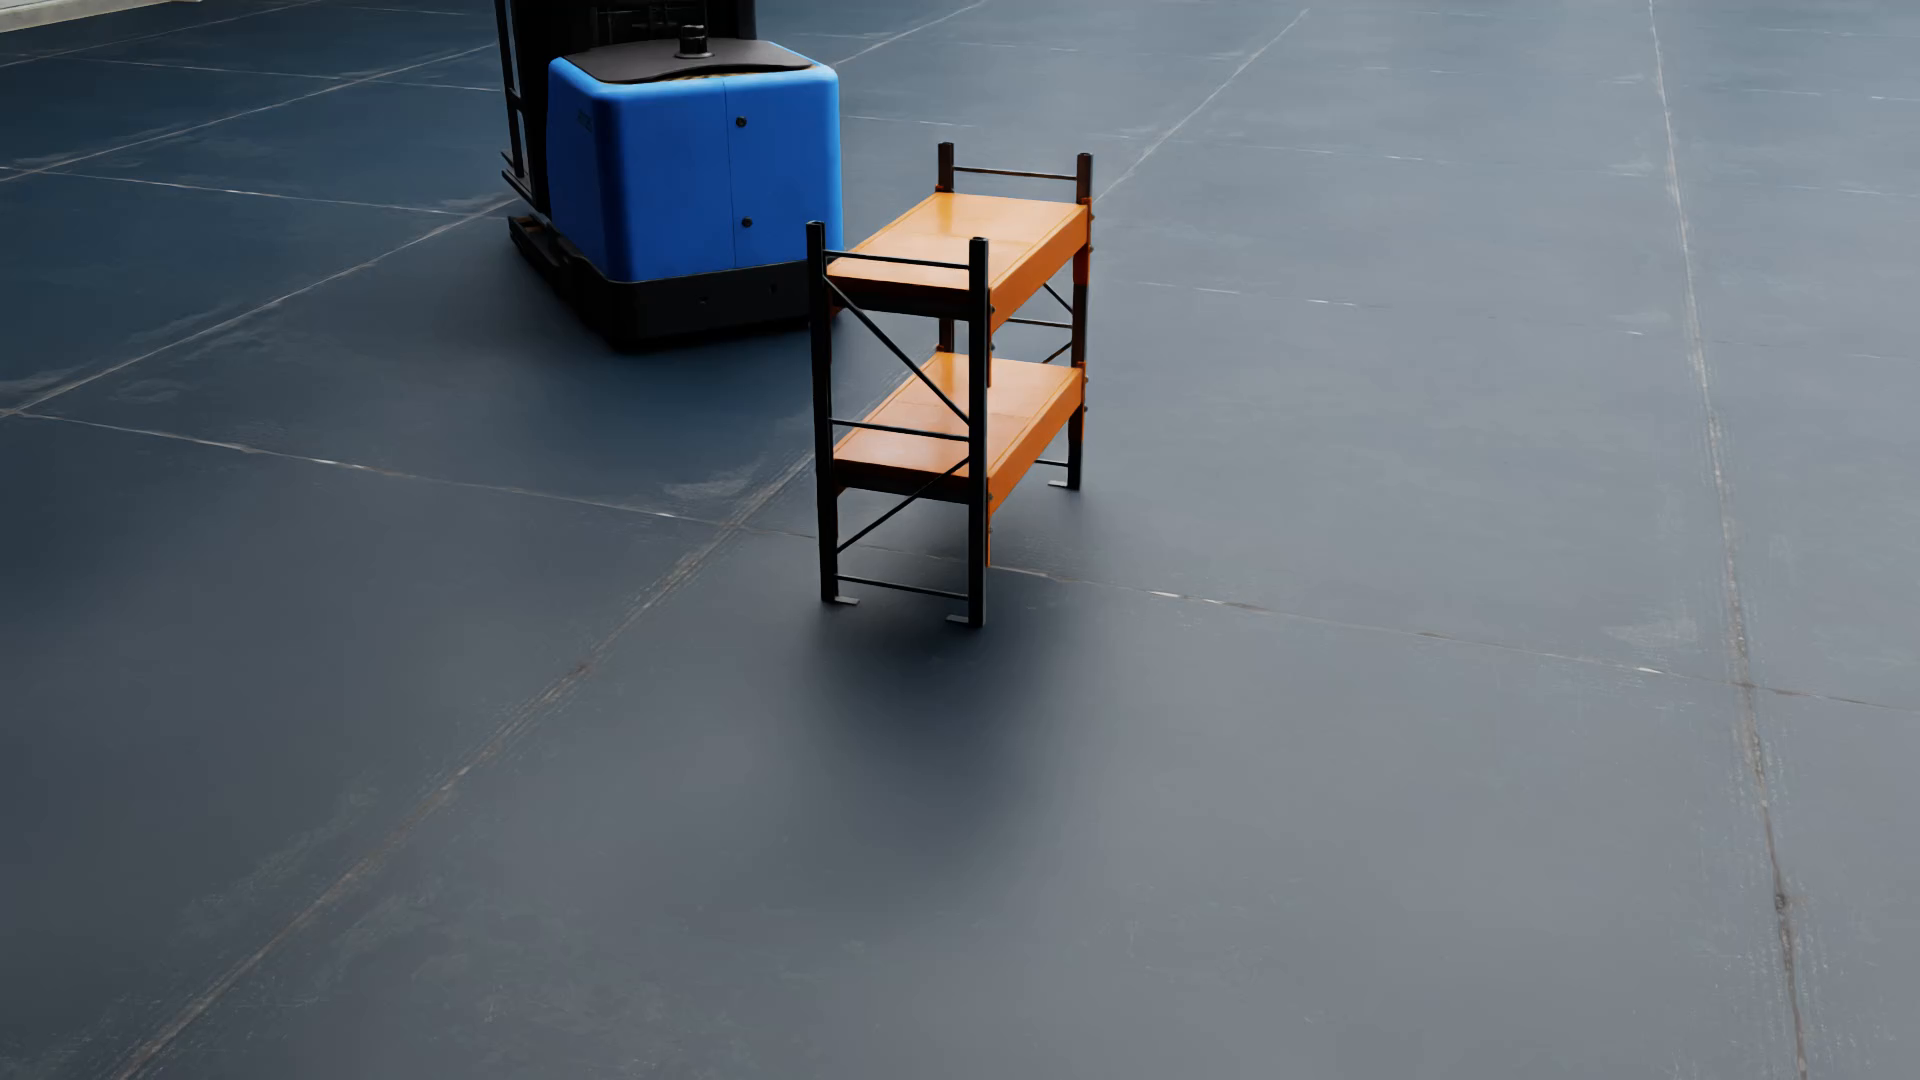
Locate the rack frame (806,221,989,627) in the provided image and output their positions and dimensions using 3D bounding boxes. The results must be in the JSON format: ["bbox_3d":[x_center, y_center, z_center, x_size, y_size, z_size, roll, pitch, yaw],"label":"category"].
[{"bbox_3d":[-0.167,-0.300,4.579,0.500,1.125,0.032,9,27,17],"label":"rack frame"}]

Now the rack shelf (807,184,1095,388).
[{"bbox_3d":[0.002,-0.772,4.883,0.538,0.278,1.000,9,27,17],"label":"rack shelf"}]

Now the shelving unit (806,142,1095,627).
[{"bbox_3d":[0.002,-0.509,5.011,0.538,1.125,1.048,9,27,17],"label":"shelving unit"}]

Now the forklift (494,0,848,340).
[{"bbox_3d":[-1.572,-2.745,7.557,1.130,2.935,3.031,-12,28,-23],"label":"forklift"}]

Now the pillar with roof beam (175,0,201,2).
[{"bbox_3d":[-3.271,-8.647,12.783,9.100,9.000,0.400,9,27,17],"label":"pillar with roof beam"}]

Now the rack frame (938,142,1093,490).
[{"bbox_3d":[0.171,-0.718,5.442,0.500,1.125,0.032,9,27,17],"label":"rack frame"}]

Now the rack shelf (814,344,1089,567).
[{"bbox_3d":[0.002,-0.289,5.117,0.538,0.278,1.000,9,27,17],"label":"rack shelf"}]
